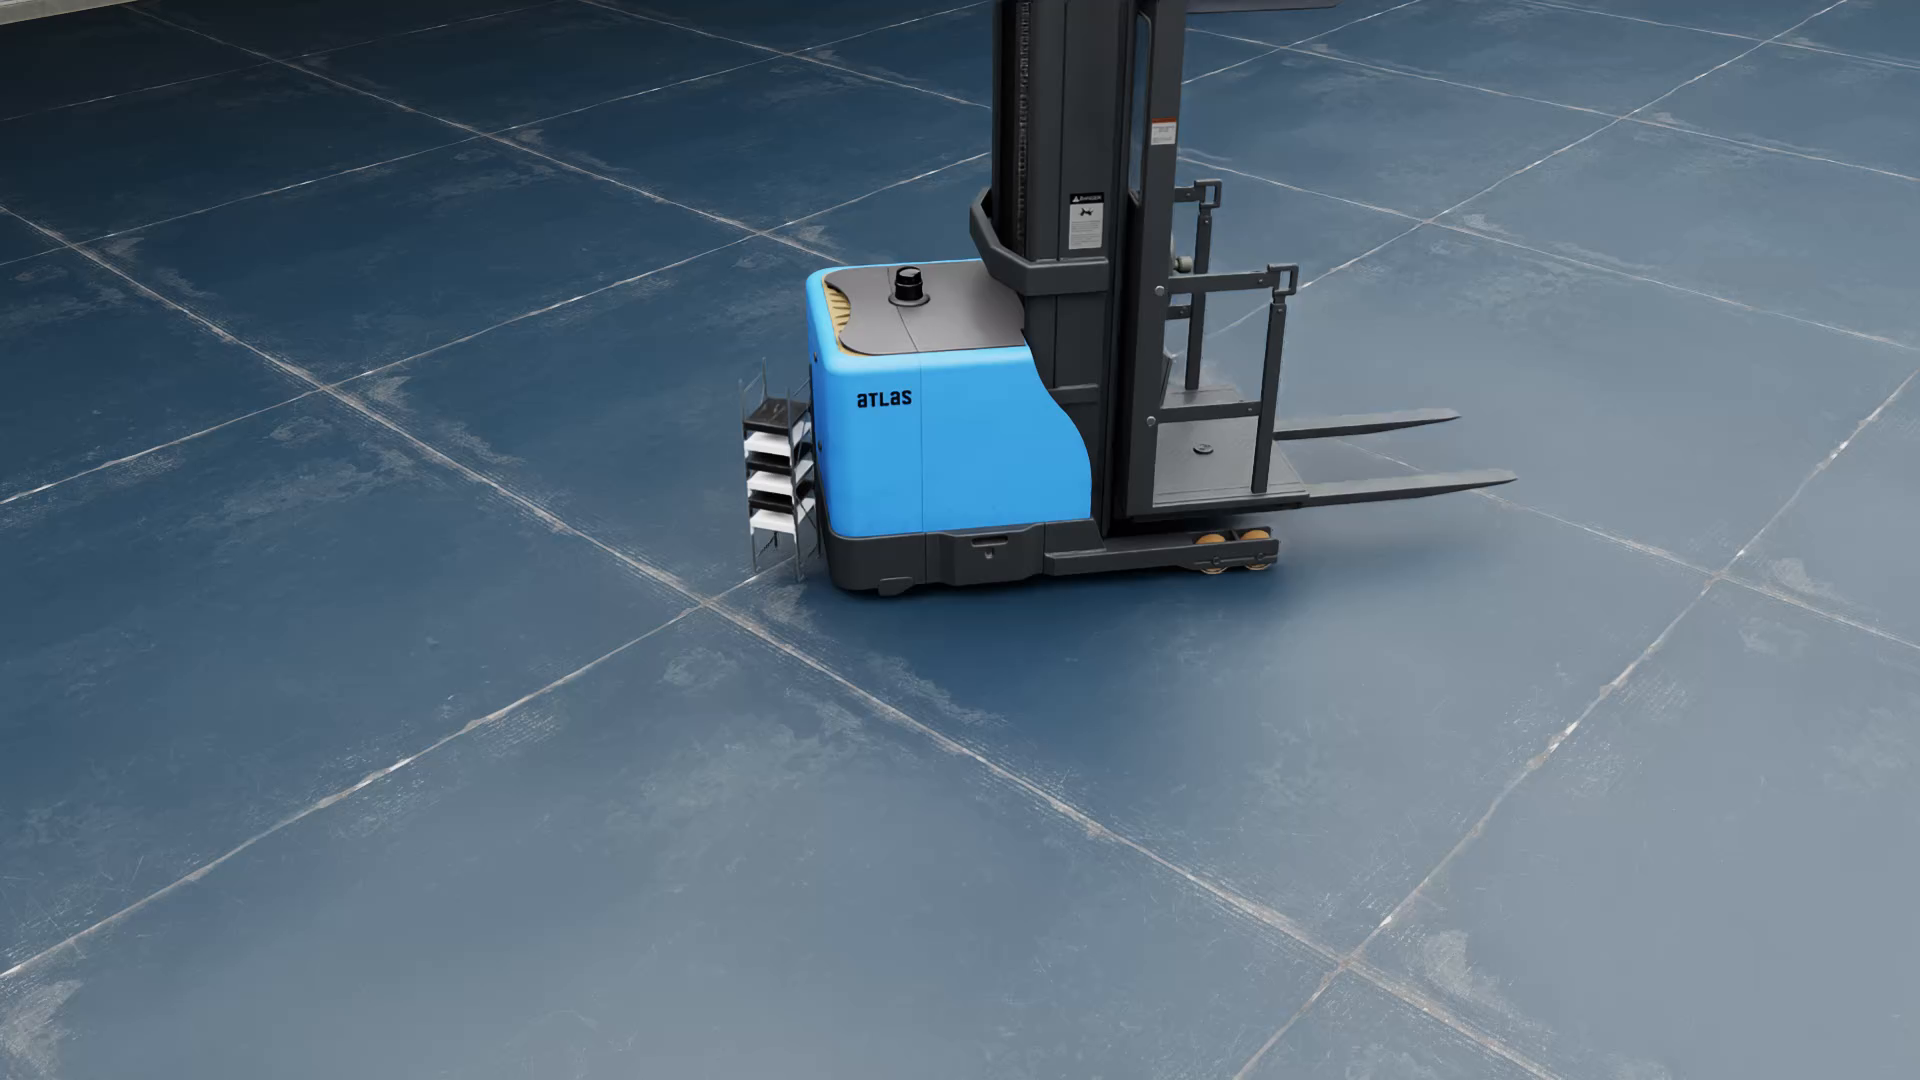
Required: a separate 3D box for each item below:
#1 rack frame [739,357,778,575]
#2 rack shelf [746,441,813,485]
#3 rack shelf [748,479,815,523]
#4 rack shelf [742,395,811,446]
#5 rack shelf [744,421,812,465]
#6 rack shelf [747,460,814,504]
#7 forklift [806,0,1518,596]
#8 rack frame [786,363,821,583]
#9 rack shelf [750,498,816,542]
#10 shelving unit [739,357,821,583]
[{"bbox_3d":[-0.830,-0.299,6.874,0.006,0.900,0.240,10,32,16],"label":"rack frame"},{"bbox_3d":[-0.733,-0.331,6.817,0.200,0.077,0.258,10,32,16],"label":"rack shelf"},{"bbox_3d":[-0.733,-0.177,6.910,0.200,0.077,0.258,10,32,16],"label":"rack shelf"},{"bbox_3d":[-0.733,-0.485,6.724,0.200,0.077,0.258,10,32,16],"label":"rack shelf"},{"bbox_3d":[-0.733,-0.408,6.771,0.200,0.077,0.258,10,32,16],"label":"rack shelf"},{"bbox_3d":[-0.733,-0.254,6.864,0.200,0.077,0.258,10,32,16],"label":"rack shelf"},{"bbox_3d":[0.895,-1.376,6.694,3.031,2.935,1.130,-5,31,-8],"label":"forklift"},{"bbox_3d":[-0.637,-0.266,6.819,0.006,0.900,0.240,10,32,16],"label":"rack frame"},{"bbox_3d":[-0.733,-0.100,6.957,0.200,0.077,0.258,10,32,16],"label":"rack shelf"},{"bbox_3d":[-0.733,-0.282,6.847,0.210,0.900,0.258,10,32,16],"label":"shelving unit"}]
